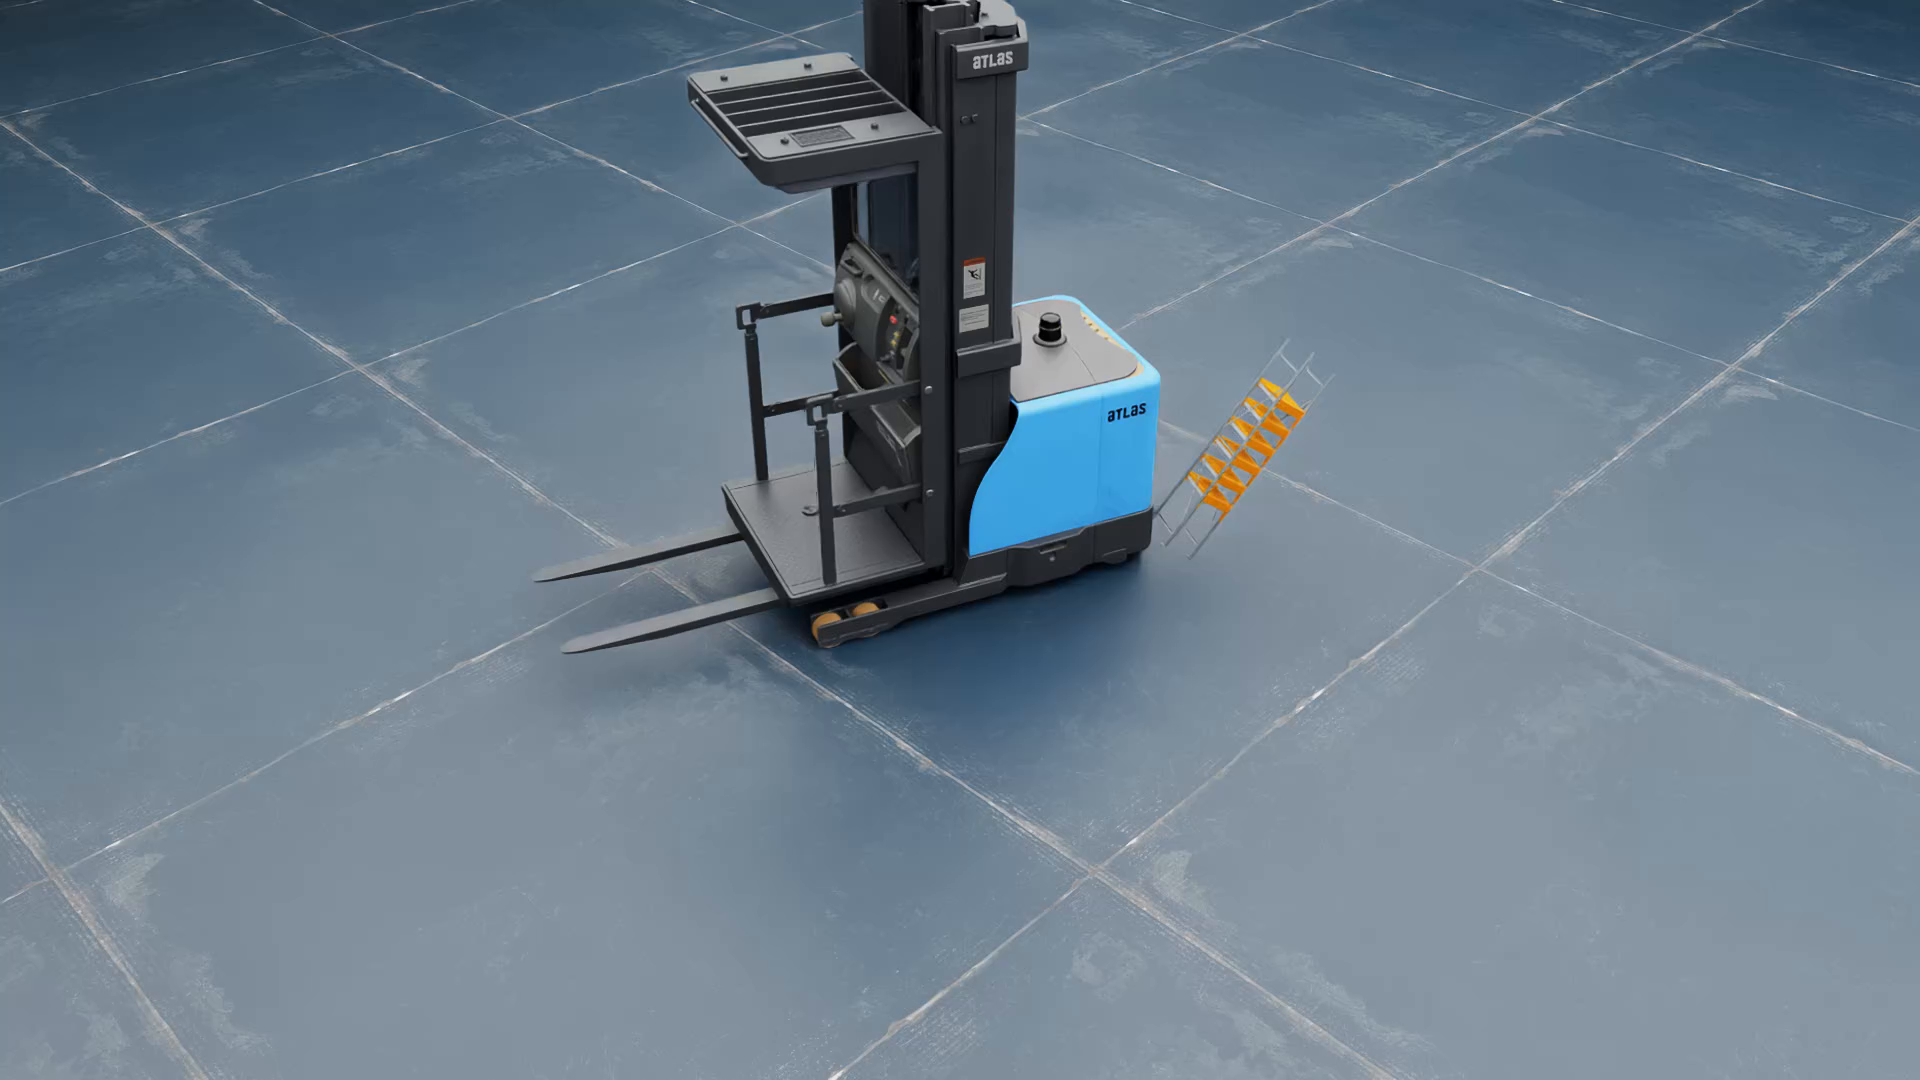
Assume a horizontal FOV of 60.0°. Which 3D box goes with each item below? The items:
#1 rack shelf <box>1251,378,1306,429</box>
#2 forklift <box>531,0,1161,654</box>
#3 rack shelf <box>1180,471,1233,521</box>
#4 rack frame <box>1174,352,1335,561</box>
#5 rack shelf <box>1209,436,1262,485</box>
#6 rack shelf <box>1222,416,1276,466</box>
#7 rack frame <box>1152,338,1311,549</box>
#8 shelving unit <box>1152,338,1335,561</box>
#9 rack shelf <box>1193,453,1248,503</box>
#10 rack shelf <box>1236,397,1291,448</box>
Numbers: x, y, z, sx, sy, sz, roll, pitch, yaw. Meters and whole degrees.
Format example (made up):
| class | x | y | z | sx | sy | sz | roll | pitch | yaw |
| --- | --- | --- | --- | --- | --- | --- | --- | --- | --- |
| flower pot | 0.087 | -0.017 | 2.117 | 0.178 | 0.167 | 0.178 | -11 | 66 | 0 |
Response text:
| class | x | y | z | sx | sy | sz | roll | pitch | yaw |
| --- | --- | --- | --- | --- | --- | --- | --- | --- | --- |
| rack shelf | 1.585 | -0.692 | 8.323 | 0.180 | 0.103 | 0.258 | 23 | 23 | -31 |
| forklift | -0.575 | -1.030 | 7.655 | 3.031 | 2.935 | 1.130 | -14 | 37 | -20 |
| rack shelf | 1.256 | -0.232 | 8.524 | 0.180 | 0.103 | 0.258 | 23 | 23 | -31 |
| rack frame | 1.484 | -0.419 | 8.476 | 0.006 | 1.200 | 0.240 | 23 | 23 | -31 |
| rack shelf | 1.387 | -0.416 | 8.444 | 0.180 | 0.103 | 0.258 | 23 | 23 | -31 |
| rack shelf | 1.453 | -0.508 | 8.404 | 0.180 | 0.103 | 0.258 | 23 | 23 | -31 |
| rack frame | 1.340 | -0.480 | 8.381 | 0.006 | 1.200 | 0.240 | 23 | 23 | -31 |
| shelving unit | 1.412 | -0.450 | 8.429 | 0.189 | 1.200 | 0.258 | 23 | 23 | -31 |
| rack shelf | 1.322 | -0.324 | 8.484 | 0.180 | 0.103 | 0.258 | 23 | 23 | -31 |
| rack shelf | 1.519 | -0.600 | 8.363 | 0.180 | 0.103 | 0.258 | 23 | 23 | -31 |
